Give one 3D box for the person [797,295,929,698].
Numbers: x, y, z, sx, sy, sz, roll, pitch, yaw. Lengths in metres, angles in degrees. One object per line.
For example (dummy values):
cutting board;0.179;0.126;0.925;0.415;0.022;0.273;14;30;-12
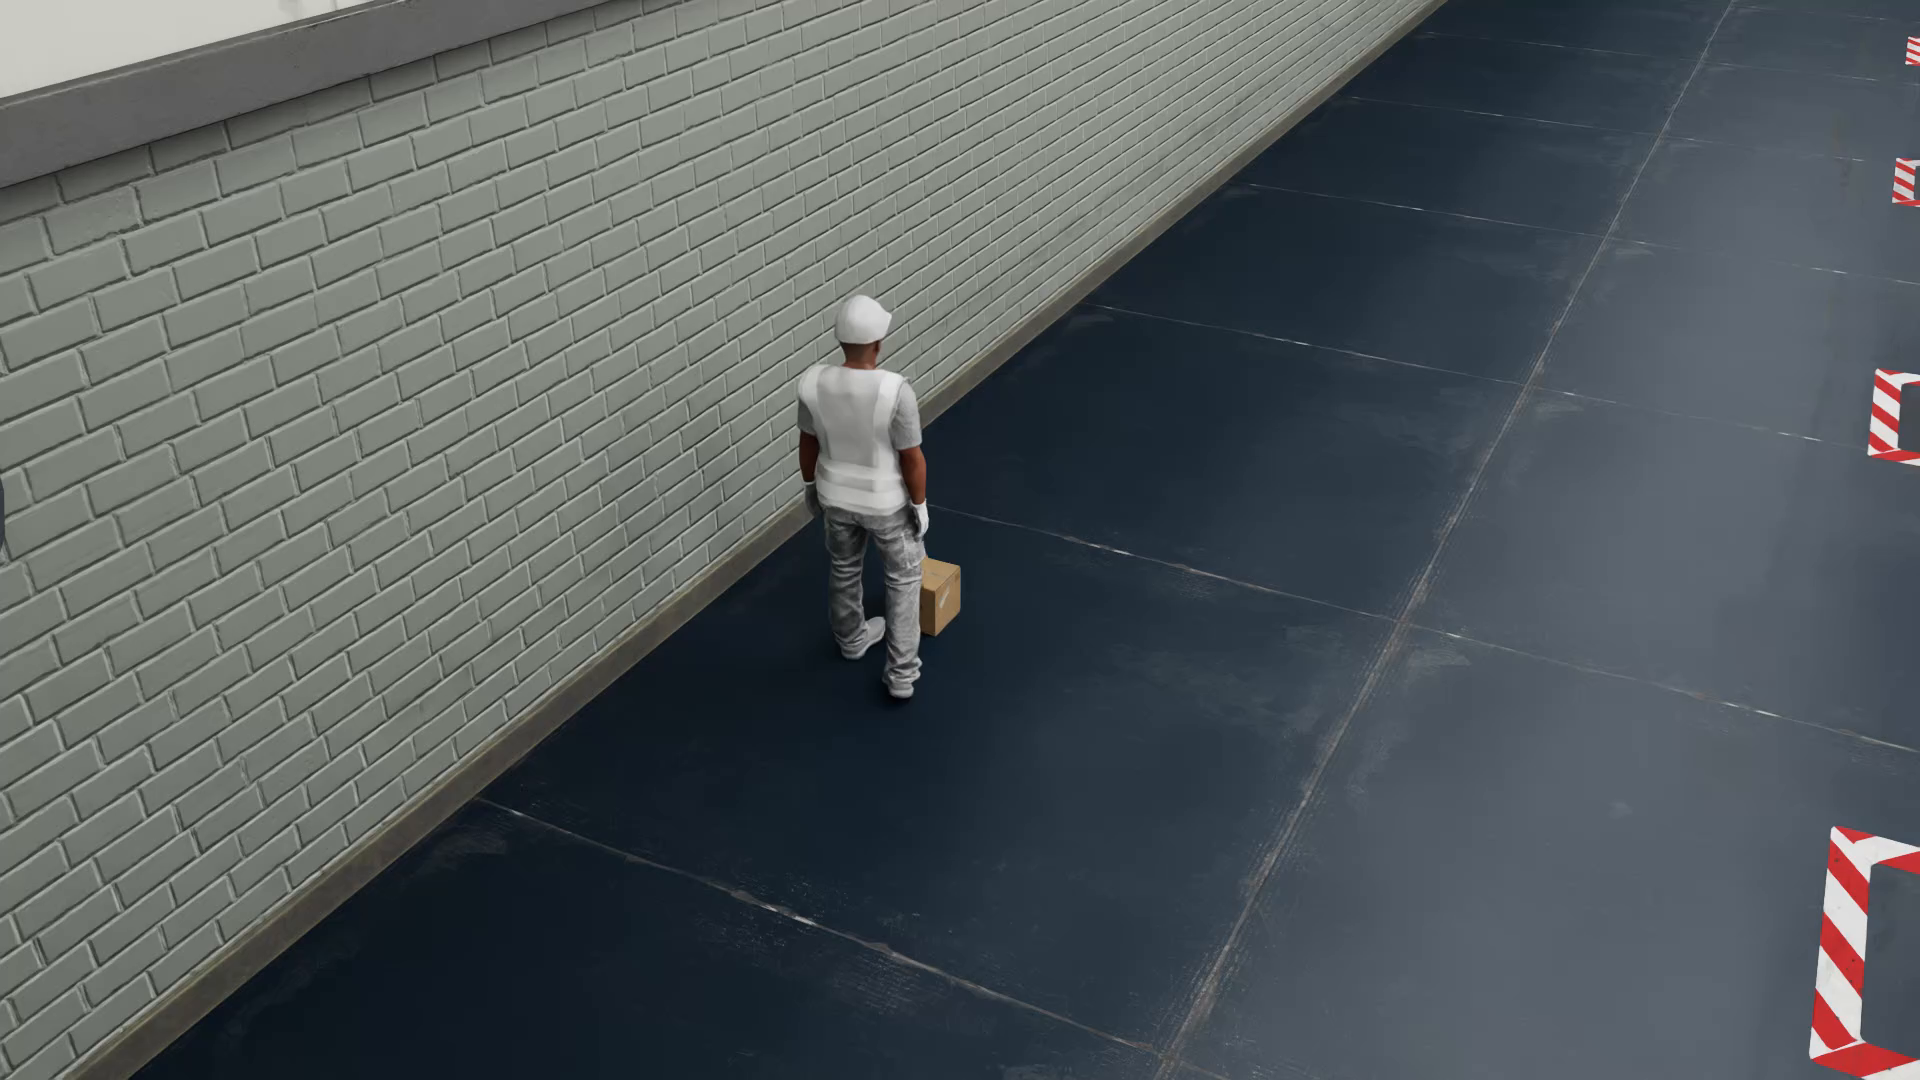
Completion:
person;-0.377;-0.216;7.050;0.579;1.788;0.562;11;31;18
